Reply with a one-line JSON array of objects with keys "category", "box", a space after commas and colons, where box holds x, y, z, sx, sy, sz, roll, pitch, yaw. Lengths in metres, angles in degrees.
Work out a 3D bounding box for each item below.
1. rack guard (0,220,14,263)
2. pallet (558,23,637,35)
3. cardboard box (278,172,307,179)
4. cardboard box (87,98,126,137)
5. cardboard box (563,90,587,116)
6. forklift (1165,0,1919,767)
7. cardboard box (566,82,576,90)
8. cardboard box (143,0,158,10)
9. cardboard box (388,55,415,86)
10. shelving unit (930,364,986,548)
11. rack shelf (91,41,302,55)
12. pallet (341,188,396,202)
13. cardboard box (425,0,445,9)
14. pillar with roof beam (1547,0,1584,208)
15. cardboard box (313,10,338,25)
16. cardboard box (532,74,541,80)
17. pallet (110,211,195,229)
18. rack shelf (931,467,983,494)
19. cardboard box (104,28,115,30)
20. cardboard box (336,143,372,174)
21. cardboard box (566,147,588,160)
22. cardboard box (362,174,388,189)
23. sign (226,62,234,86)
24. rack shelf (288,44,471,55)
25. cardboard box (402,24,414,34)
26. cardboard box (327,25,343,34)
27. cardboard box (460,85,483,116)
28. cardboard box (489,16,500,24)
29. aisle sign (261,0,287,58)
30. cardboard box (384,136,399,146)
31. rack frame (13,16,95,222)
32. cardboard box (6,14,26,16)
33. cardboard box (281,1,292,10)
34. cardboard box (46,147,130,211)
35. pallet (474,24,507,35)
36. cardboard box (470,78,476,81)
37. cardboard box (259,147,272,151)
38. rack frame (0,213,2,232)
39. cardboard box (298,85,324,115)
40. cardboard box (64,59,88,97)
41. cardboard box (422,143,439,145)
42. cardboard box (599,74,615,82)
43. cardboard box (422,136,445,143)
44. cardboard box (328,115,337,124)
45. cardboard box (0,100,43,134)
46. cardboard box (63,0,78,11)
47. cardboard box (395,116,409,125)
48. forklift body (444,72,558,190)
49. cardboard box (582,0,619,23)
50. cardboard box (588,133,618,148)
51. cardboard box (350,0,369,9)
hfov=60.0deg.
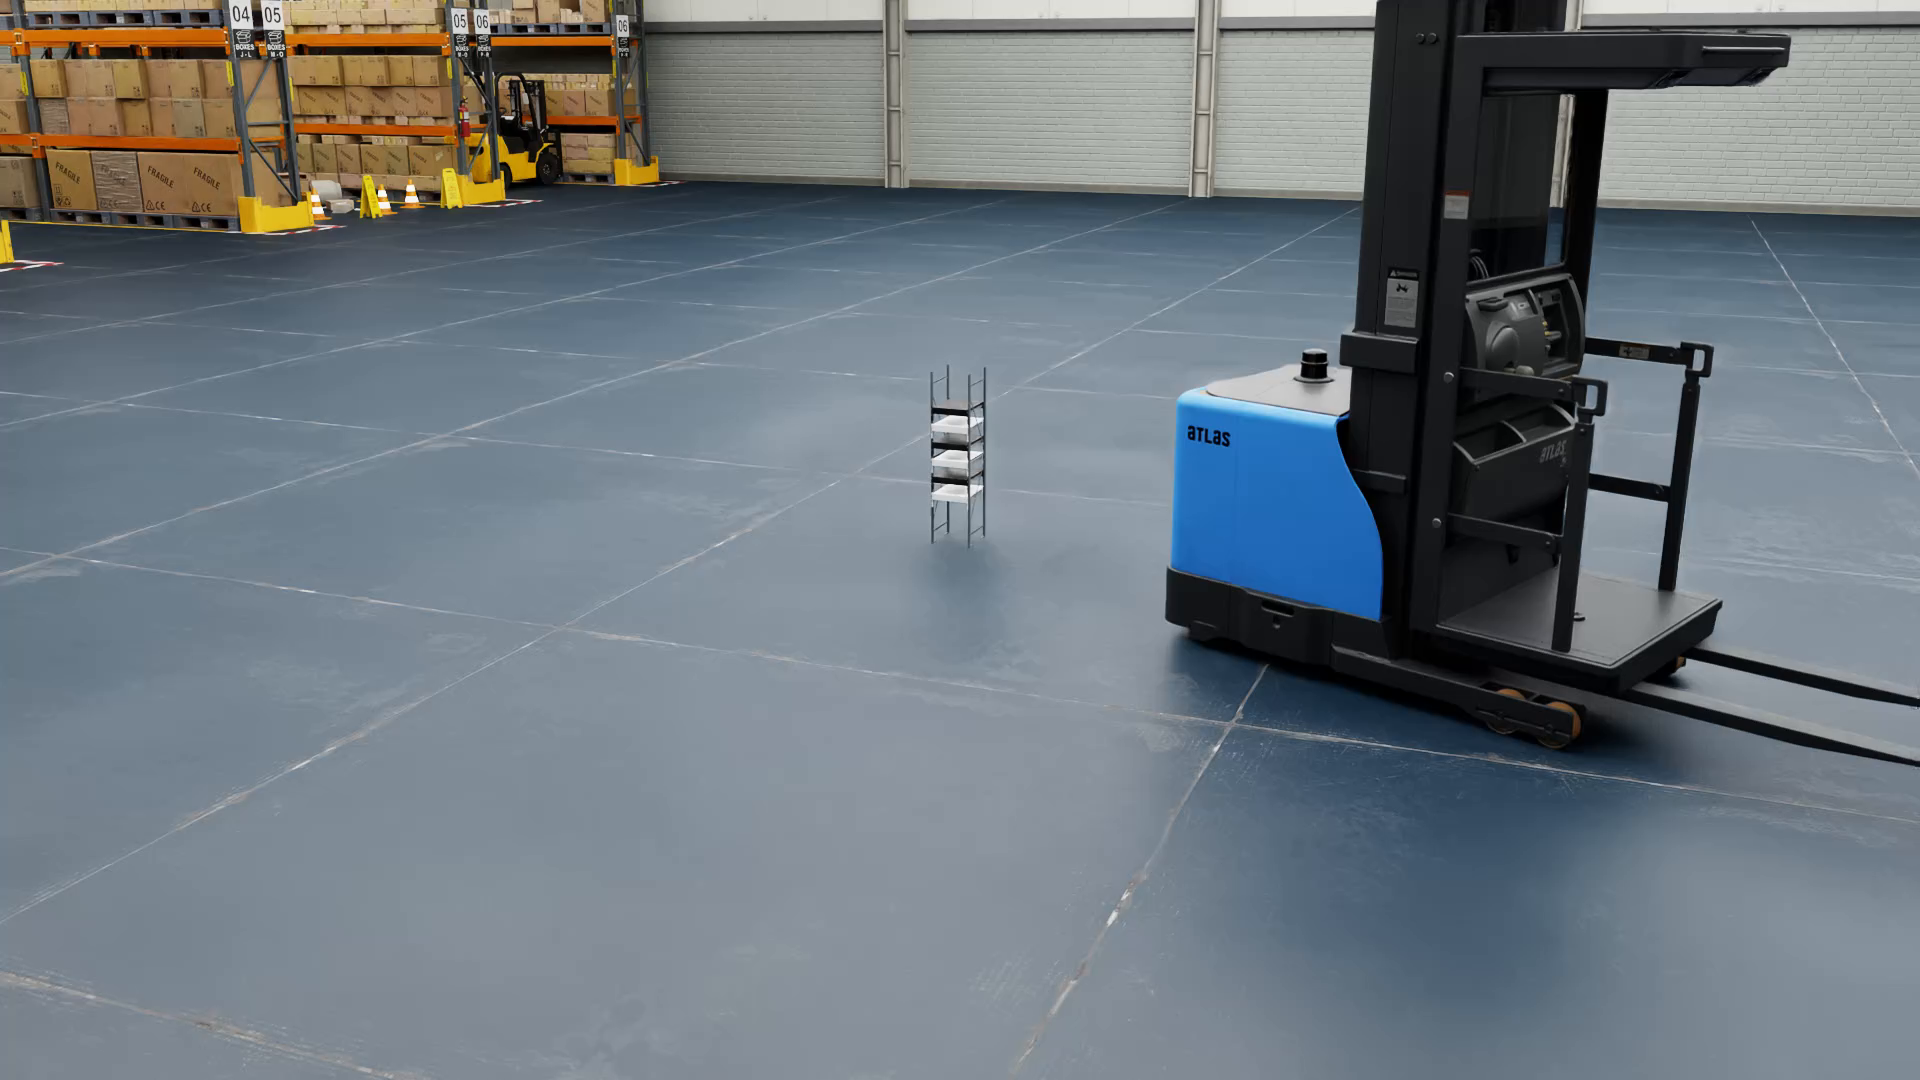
[{"category": "rack guard", "box": [-12.004, -3.539, 19.967, 0.348, 0.500, 1.175, 6, 17, 21]}, {"category": "pallet", "box": [-7.128, -10.066, 32.747, 1.213, 0.211, 1.003, 6, 17, 21]}, {"category": "cardboard box", "box": [-11.521, -6.049, 28.609, 0.500, 0.500, 0.500, -9, 18, -27]}, {"category": "cardboard box", "box": [-12.414, -6.318, 24.787, 0.550, 0.550, 0.875, 6, 17, 21]}, {"category": "cardboard box", "box": [-7.513, -8.675, 32.996, 0.500, 0.500, 0.500, 7, 18, 22]}, {"category": "forklift", "box": [2.312, -0.812, 6.215, 3.031, 2.935, 1.130, 15, 22, 41]}, {"category": "cardboard box", "box": [-7.599, -9.001, 32.955, 0.250, 0.149, 0.380, 6, 17, 20]}, {"category": "cardboard box", "box": [-11.400, -7.627, 23.704, 0.250, 0.149, 0.380, 6, 17, 20]}, {"category": "cardboard box", "box": [-9.321, -8.022, 28.420, 0.500, 0.500, 0.700, 6, 17, 21]}, {"category": "shelving unit", "box": [-0.008, -0.433, 8.551, 0.210, 0.900, 0.258, 6, 17, 21]}, {"category": "rack shelf", "box": [-13.879, -9.010, 30.241, 4.000, 0.370, 1.077, 6, 17, 21]}, {"category": "pallet", "box": [-10.242, -6.188, 29.609, 1.213, 0.211, 1.003, 6, 17, 21]}, {"category": "cardboard box", "box": [-8.720, -8.962, 27.806, 0.250, 0.149, 0.380, 6, 17, 21]}, {"category": "pillar with roof beam", "box": [8.369, -8.818, 22.906, 0.400, 9.000, 9.100, 6, 17, 21]}, {"category": "cardboard box", "box": [-10.765, -9.001, 28.654, 0.500, 0.250, 0.500, 6, 17, 21]}, {"category": "cardboard box", "box": [-8.319, -9.229, 33.208, 0.250, 0.149, 0.380, 7, 17, 21]}, {"category": "pallet", "box": [-11.923, -4.855, 25.019, 1.213, 0.211, 1.003, 6, 17, 21]}, {"category": "rack shelf", "box": [-0.008, -0.315, 8.585, 0.200, 0.077, 0.258, 6, 17, 21]}, {"category": "cardboard box", "box": [-15.509, -9.364, 30.617, 0.250, 0.149, 0.380, 6, 17, 21]}, {"category": "cardboard box", "box": [-10.584, -6.717, 29.263, 0.500, 0.500, 0.500, 7, 18, 24]}, {"category": "cardboard box", "box": [-7.510, -7.733, 33.214, 0.500, 0.250, 0.500, 6, 17, 20]}, {"category": "cardboard box", "box": [-10.116, -6.303, 29.183, 0.500, 0.250, 0.500, 6, 17, 19]}, {"category": "sign", "box": [-10.232, -6.538, 23.312, 0.005, 0.325, 0.100, 6, 17, 21]}, {"category": "rack shelf", "box": [-12.061, -10.298, 34.677, 4.000, 0.370, 1.077, 6, 17, 21]}, {"category": "cardboard box", "box": [-9.210, -8.638, 28.120, 0.250, 0.149, 0.380, 7, 18, 22]}, {"category": "cardboard box", "box": [-10.651, -8.781, 28.609, 0.250, 0.149, 0.380, 6, 17, 20]}, {"category": "cardboard box", "box": [-8.636, -7.613, 28.804, 0.500, 0.500, 0.500, 6, 17, 20]}, {"category": "cardboard box", "box": [-9.180, -10.365, 33.134, 0.250, 0.149, 0.380, 7, 18, 22]}, {"category": "aisle sign", "box": [-9.843, -7.326, 23.867, 0.004, 0.787, 0.394, 6, 17, 21]}, {"category": "cardboard box", "box": [-9.737, -6.915, 28.784, 0.250, 0.149, 0.380, 7, 17, 22]}, {"category": "rack frame", "box": [-13.741, -6.417, 25.396, 0.127, 3.000, 1.000, 6, 17, 21]}, {"category": "cardboard box", "box": [-17.485, -9.915, 31.135, 0.500, 0.500, 0.500, 6, 17, 21]}, {"category": "cardboard box", "box": [-11.592, -9.278, 28.892, 0.250, 0.149, 0.380, 7, 18, 22]}, {"category": "cardboard box", "box": [-13.181, -5.515, 25.350, 0.875, 0.875, 0.875, 7, 17, 21]}, {"category": "pallet", "box": [-9.398, -10.316, 33.606, 1.213, 0.211, 1.003, 6, 17, 21]}, {"category": "cardboard box", "box": [-9.730, -9.393, 33.771, 0.250, 0.149, 0.380, 7, 17, 21]}, {"category": "cardboard box", "box": [-14.855, -8.450, 36.132, 0.500, 0.500, 0.500, 6, 17, 20]}, {"category": "rack frame", "box": [-11.933, -4.731, 19.591, 0.127, 3.000, 1.000, 6, 17, 21]}, {"category": "cardboard box", "box": [-11.236, -7.739, 29.238, 0.500, 0.500, 0.500, 6, 17, 20]}, {"category": "cardboard box", "box": [-12.856, -6.935, 24.974, 0.550, 0.550, 0.875, 6, 17, 21]}, {"category": "cardboard box", "box": [-9.456, -6.752, 29.384, 0.500, 0.500, 0.500, 6, 17, 19]}, {"category": "cardboard box", "box": [-6.890, -9.074, 32.672, 0.250, 0.149, 0.380, 6, 17, 21]}, {"category": "cardboard box", "box": [-10.690, -8.110, 34.736, 0.625, 0.625, 0.875, 7, 18, 23]}, {"category": "cardboard box", "box": [-10.854, -7.390, 29.198, 0.250, 0.149, 0.380, 6, 17, 20]}, {"category": "cardboard box", "box": [-14.324, -6.449, 25.327, 0.500, 0.500, 0.500, 6, 17, 20]}, {"category": "cardboard box", "box": [-12.820, -7.783, 24.241, 0.250, 0.149, 0.380, 6, 17, 20]}, {"category": "cardboard box", "box": [-9.481, -7.211, 28.584, 0.250, 0.149, 0.380, 7, 17, 22]}, {"category": "forklift body", "box": [-8.913, -7.903, 32.037, 1.214, 2.155, 2.313, 6, 17, 21]}, {"category": "cardboard box", "box": [-6.981, -10.310, 32.314, 0.500, 0.500, 0.500, 7, 18, 22]}, {"category": "cardboard box", "box": [-7.022, -7.917, 32.949, 0.500, 0.250, 0.500, 7, 18, 22]}, {"category": "cardboard box", "box": [-10.159, -9.111, 28.316, 0.250, 0.149, 0.380, 7, 18, 22]}]
